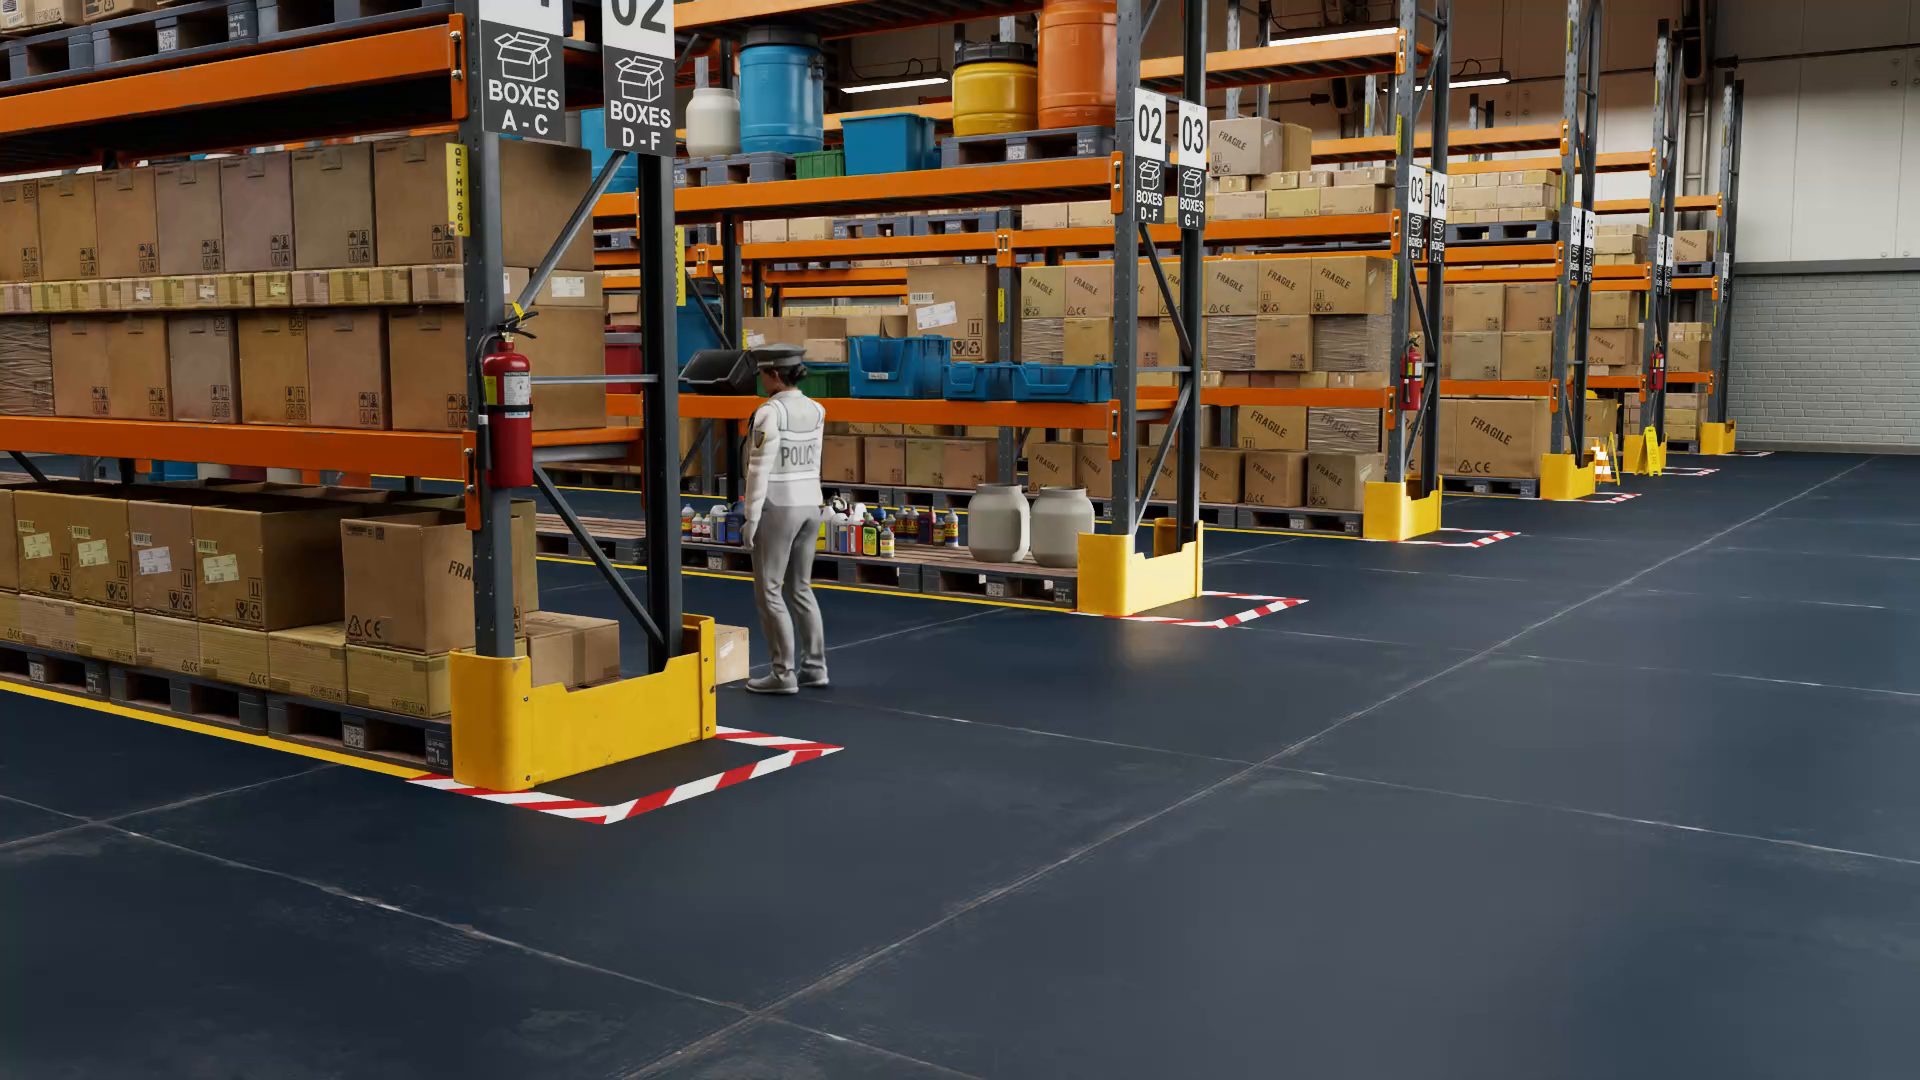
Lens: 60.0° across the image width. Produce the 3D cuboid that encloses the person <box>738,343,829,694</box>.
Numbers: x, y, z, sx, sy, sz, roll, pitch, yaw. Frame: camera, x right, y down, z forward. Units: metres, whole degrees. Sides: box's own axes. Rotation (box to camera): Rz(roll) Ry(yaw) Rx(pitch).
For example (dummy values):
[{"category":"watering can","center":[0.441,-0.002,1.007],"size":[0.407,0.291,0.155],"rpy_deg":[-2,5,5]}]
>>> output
[{"category":"person","center":[-0.849,-0.096,7.928],"size":[0.328,1.672,0.470],"rpy_deg":[4,8,33]}]
